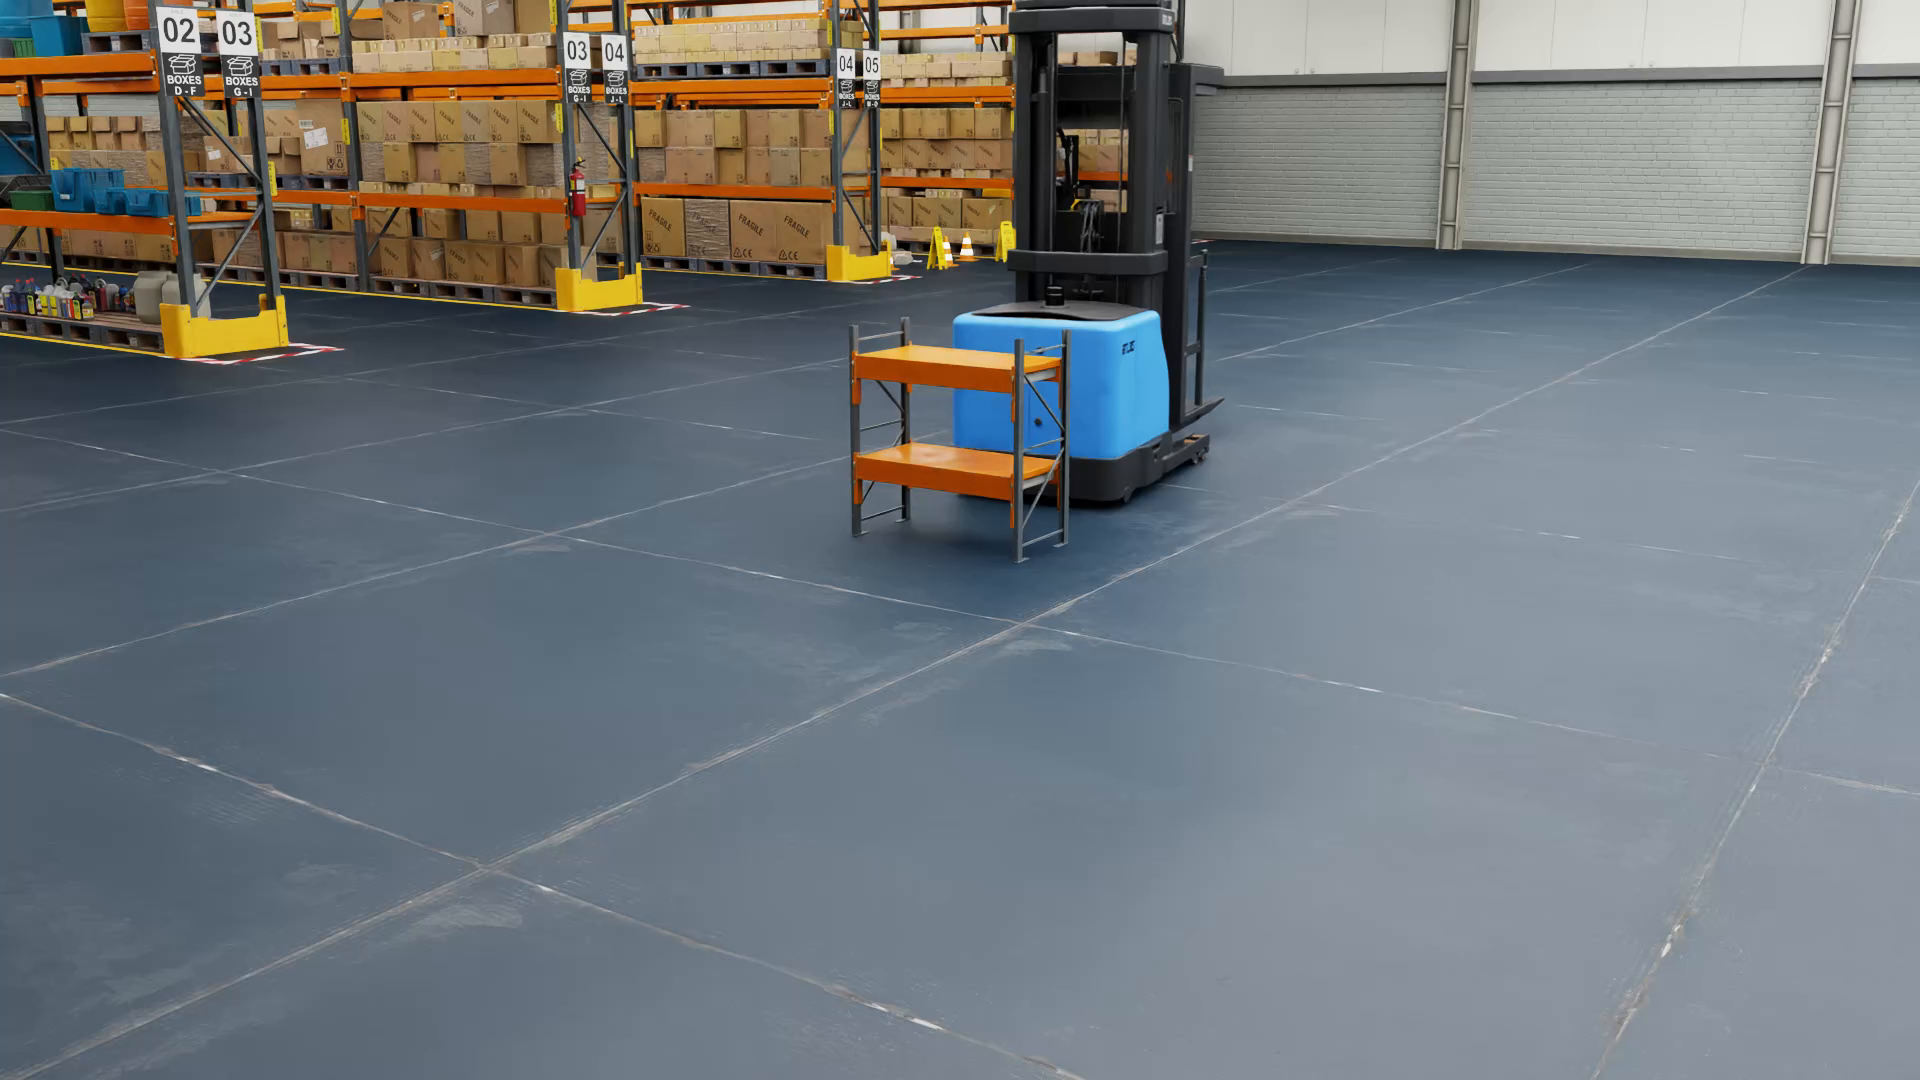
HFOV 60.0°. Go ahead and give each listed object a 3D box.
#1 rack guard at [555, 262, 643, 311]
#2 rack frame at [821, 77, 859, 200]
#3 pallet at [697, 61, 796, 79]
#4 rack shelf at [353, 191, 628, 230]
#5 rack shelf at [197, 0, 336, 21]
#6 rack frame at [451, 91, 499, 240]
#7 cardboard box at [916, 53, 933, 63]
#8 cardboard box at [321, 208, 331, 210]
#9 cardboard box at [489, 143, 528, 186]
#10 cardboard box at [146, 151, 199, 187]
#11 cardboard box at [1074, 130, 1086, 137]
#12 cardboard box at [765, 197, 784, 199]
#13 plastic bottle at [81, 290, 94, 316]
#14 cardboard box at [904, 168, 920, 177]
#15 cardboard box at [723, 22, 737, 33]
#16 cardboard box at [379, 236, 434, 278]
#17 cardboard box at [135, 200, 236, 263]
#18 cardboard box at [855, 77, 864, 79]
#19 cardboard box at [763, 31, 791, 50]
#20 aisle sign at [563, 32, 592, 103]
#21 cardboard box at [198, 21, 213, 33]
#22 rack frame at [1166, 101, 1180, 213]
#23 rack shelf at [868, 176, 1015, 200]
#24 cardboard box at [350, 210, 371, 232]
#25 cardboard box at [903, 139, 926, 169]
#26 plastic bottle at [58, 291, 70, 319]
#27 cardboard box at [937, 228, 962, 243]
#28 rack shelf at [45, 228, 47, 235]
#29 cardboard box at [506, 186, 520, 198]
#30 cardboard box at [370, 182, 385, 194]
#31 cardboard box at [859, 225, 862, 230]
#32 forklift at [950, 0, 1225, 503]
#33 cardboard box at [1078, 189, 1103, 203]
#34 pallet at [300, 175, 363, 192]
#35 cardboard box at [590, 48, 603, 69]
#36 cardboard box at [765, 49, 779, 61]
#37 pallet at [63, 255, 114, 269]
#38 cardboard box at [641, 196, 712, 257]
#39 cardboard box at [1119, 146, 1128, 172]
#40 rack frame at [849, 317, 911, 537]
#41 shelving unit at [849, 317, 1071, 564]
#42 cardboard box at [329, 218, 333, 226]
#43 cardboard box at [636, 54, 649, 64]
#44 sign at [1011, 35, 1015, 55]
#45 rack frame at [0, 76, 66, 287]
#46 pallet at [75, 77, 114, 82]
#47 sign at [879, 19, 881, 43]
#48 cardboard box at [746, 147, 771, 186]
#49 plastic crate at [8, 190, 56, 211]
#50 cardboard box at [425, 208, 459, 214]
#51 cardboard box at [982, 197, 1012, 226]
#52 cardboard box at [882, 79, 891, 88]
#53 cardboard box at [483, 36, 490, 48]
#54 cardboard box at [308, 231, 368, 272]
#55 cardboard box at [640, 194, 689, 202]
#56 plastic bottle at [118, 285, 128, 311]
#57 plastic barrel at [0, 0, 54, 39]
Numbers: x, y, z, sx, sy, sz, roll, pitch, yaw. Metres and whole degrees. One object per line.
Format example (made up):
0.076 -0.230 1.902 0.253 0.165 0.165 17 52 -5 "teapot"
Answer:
-4.400 -3.102 20.313 0.348 0.500 1.175 9 17 33 "rack guard"
-2.125 -6.817 30.120 0.127 3.000 1.000 9 17 33 "rack frame"
-3.123 -6.954 24.616 1.213 0.211 1.003 9 17 33 "pallet"
-5.997 -4.224 21.141 4.000 0.370 1.077 9 17 33 "rack shelf"
-13.102 -9.719 30.862 4.000 0.370 1.077 9 17 33 "rack shelf"
-8.123 -6.353 28.246 0.127 3.000 1.000 9 17 33 "rack frame"
-0.543 -8.187 28.276 0.250 0.149 0.380 10 17 34 "cardboard box"
-11.808 -6.135 31.184 0.250 0.149 0.380 10 17 36 "cardboard box"
-5.260 -4.620 20.418 0.500 0.500 0.875 9 17 33 "cardboard box"
-11.523 -5.443 24.361 0.500 0.500 0.500 10 17 35 "cardboard box"
2.431 -7.936 32.463 0.250 0.149 0.380 10 17 34 "cardboard box"
-3.993 -7.487 37.154 0.500 0.500 0.500 10 17 35 "cardboard box"
-9.005 -2.432 17.142 0.133 0.283 0.061 9 17 33 "plastic bottle"
-0.762 -6.388 28.907 0.250 0.149 0.380 9 17 33 "cardboard box"
-3.220 -7.436 24.158 0.250 0.149 0.380 9 17 33 "cardboard box"
-7.347 -3.770 22.139 0.500 0.500 0.500 9 16 31 "cardboard box"
-11.536 -4.647 24.901 0.875 0.875 1.225 8 16 30 "cardboard box"
-1.480 -8.164 29.011 0.500 0.250 0.500 9 17 32 "cardboard box"
-2.462 -7.138 23.783 0.500 0.250 0.500 9 17 33 "cardboard box"
-4.453 -5.499 19.384 0.004 0.787 0.394 9 17 33 "aisle sign"
-10.310 -6.942 23.133 0.500 0.500 0.500 9 17 33 "cardboard box"
3.961 -7.271 31.953 0.127 3.000 1.000 9 17 33 "rack frame"
-0.466 -6.200 29.123 4.000 0.370 1.077 9 17 33 "rack shelf"
-10.537 -5.658 29.763 0.500 0.500 0.500 10 17 35 "cardboard box"
-0.647 -6.699 28.816 0.500 0.500 0.500 9 17 33 "cardboard box"
-9.179 -2.426 17.132 0.135 0.276 0.152 9 16 31 "plastic bottle"
-0.053 -5.276 28.742 0.500 0.250 0.500 9 17 33 "cardboard box"
-12.080 -3.773 19.319 4.000 0.370 1.077 9 17 33 "rack shelf"
-5.331 -4.274 20.367 0.250 0.149 0.380 9 17 33 "cardboard box"
-7.445 -4.594 21.664 0.250 0.149 0.380 9 17 33 "cardboard box"
-1.996 -5.190 28.744 0.500 0.500 0.500 -4 14 -16 "cardboard box"
1.003 -1.948 10.593 1.130 2.935 3.031 6 15 23 "forklift"
2.553 -6.758 32.649 0.500 0.250 0.500 9 17 34 "cardboard box"
-8.209 -4.880 22.693 1.213 0.211 1.003 9 17 33 "pallet"
-4.593 -5.804 20.098 0.500 0.250 0.500 10 17 34 "cardboard box"
-2.582 -6.946 23.839 0.250 0.149 0.380 9 17 33 "cardboard box"
-13.612 -4.472 26.450 1.213 0.211 1.003 9 17 33 "pallet"
-4.321 -4.891 25.886 0.875 0.875 0.875 9 17 34 "cardboard box"
3.406 -7.333 31.997 0.500 0.500 0.500 9 16 32 "cardboard box"
-0.427 -0.615 8.967 0.032 1.125 0.500 9 17 33 "rack frame"
-0.006 -0.547 8.692 1.048 1.125 0.538 9 17 33 "shelving unit"
-11.565 -5.966 31.123 0.250 0.149 0.380 10 17 35 "cardboard box"
-4.692 -7.287 25.215 0.250 0.149 0.380 9 16 32 "cardboard box"
0.867 -8.059 27.050 0.005 0.325 0.100 9 17 33 "sign"
-10.420 -3.854 18.149 0.127 3.000 1.000 9 17 33 "rack frame"
-12.469 -6.967 24.877 1.213 0.211 1.003 10 17 35 "pallet"
-1.170 -7.309 23.880 0.005 0.325 0.100 9 17 33 "sign"
-2.681 -5.563 24.743 0.550 0.550 0.875 9 17 33 "cardboard box"
-9.452 -3.513 17.212 0.662 0.188 0.450 9 17 33 "plastic crate"
-8.837 -5.747 28.565 0.500 0.250 0.500 9 16 31 "cardboard box"
0.659 -5.680 28.815 0.500 0.500 0.500 9 16 31 "cardboard box"
-1.149 -7.924 28.870 0.250 0.149 0.380 9 16 31 "cardboard box"
-5.538 -6.017 20.127 0.250 0.149 0.380 9 17 33 "cardboard box"
-8.539 -3.996 23.009 0.500 0.500 0.700 9 17 32 "cardboard box"
-5.971 -6.635 32.933 0.875 0.875 0.875 9 17 32 "cardboard box"
-8.967 -2.598 17.840 0.097 0.271 0.097 0 14 0 "plastic bottle"
-9.654 -5.602 17.052 0.708 0.901 0.600 9 17 33 "plastic barrel"
